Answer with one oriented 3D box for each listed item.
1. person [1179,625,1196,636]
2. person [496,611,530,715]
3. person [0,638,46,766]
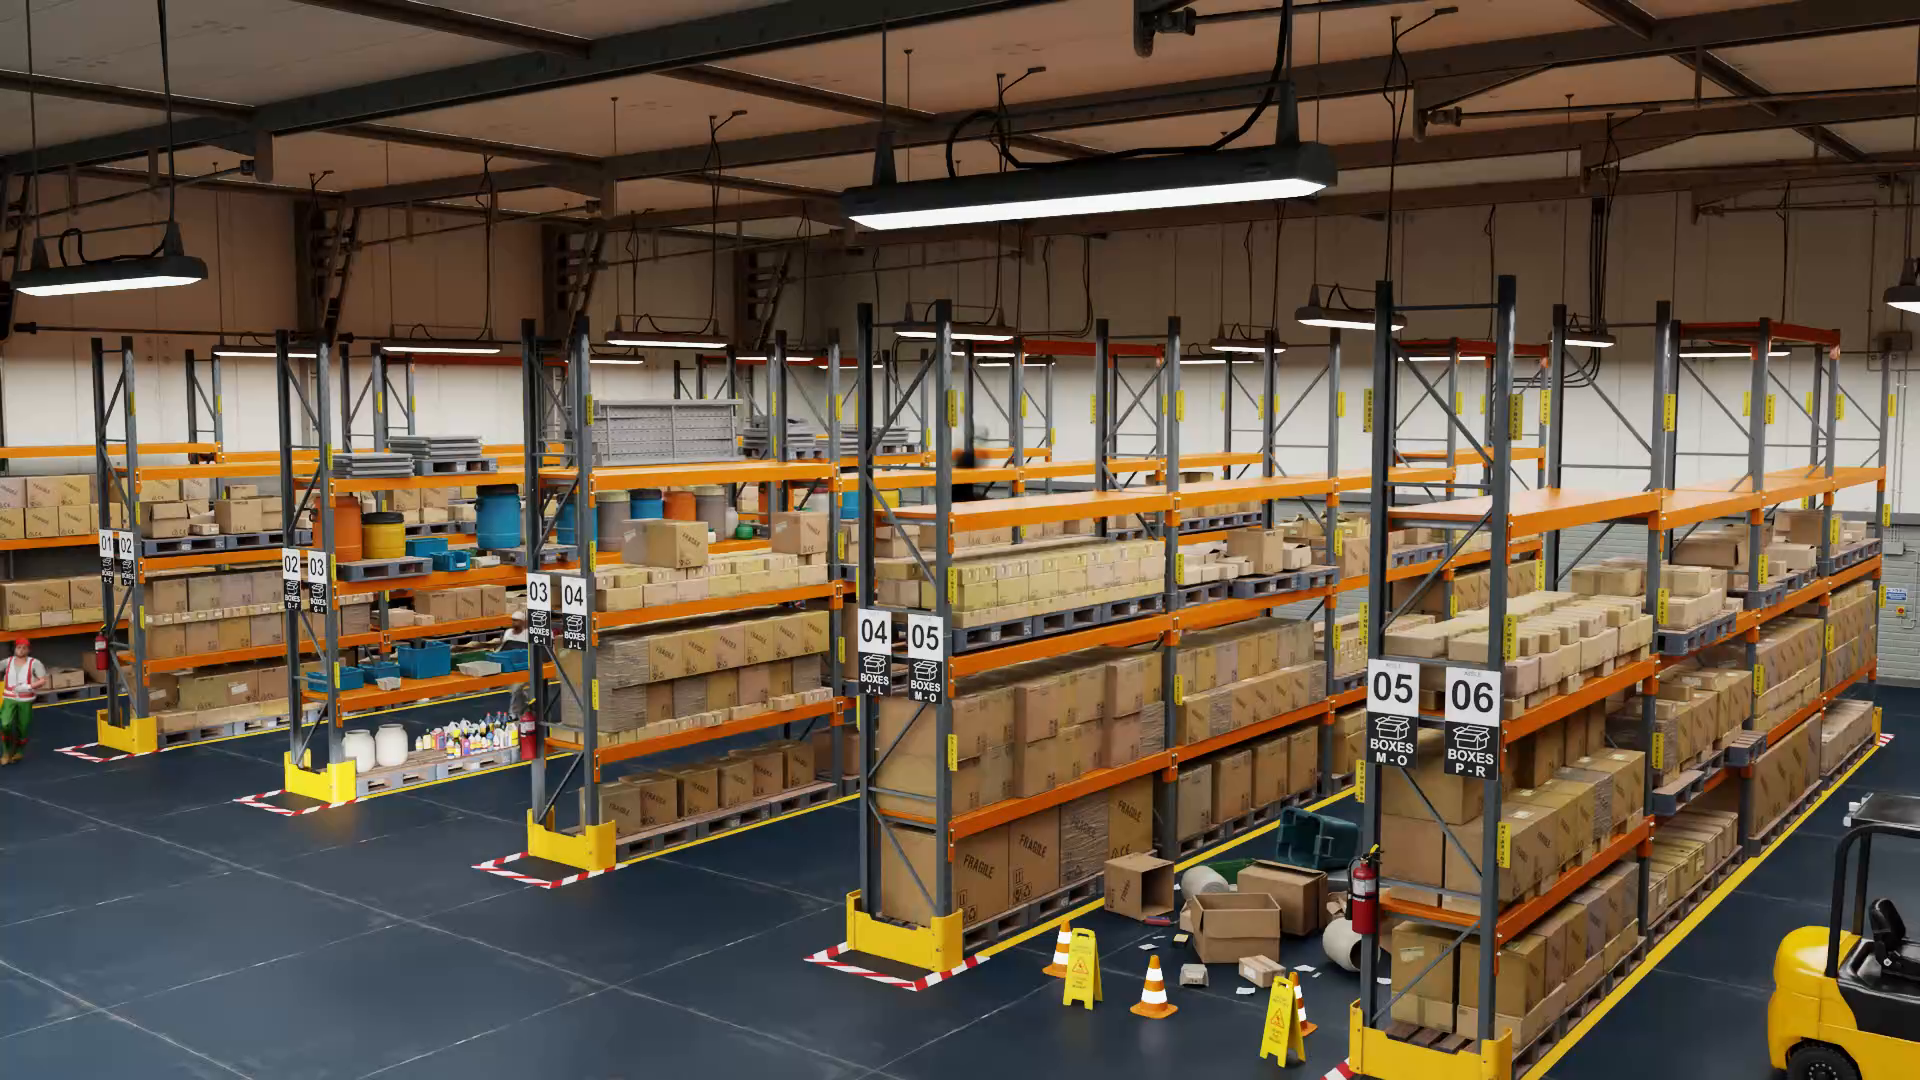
[{"bbox_3d":[3.496,1.958,25.854,0.654,1.663,0.863,4,6,36],"label":"person"},{"bbox_3d":[-6.880,1.988,25.836,0.690,1.762,0.972,2,5,25],"label":"person"},{"bbox_3d":[-13.195,2.261,23.337,0.686,1.777,0.610,-2,5,-24],"label":"person"}]
